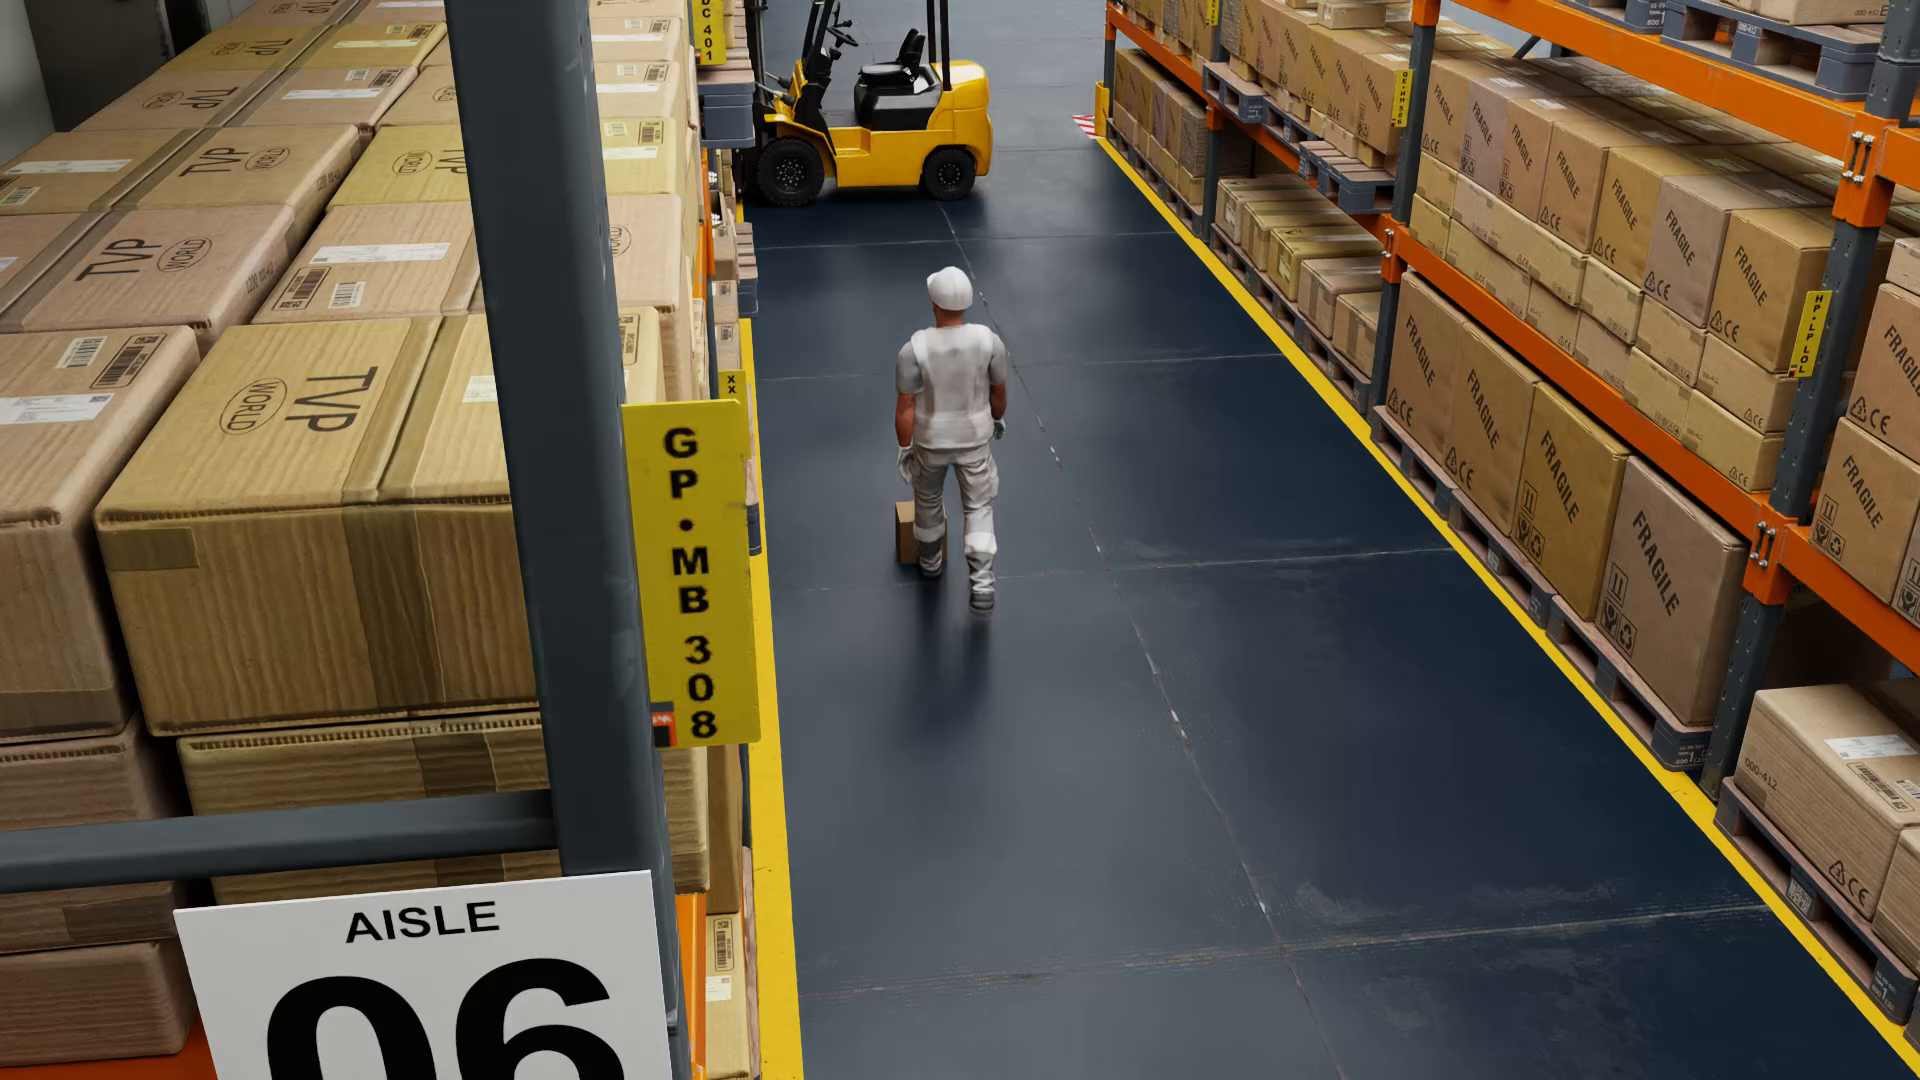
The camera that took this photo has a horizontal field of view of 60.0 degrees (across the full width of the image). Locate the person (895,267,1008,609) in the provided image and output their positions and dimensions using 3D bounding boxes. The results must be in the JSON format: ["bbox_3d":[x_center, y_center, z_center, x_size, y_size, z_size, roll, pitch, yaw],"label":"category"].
[{"bbox_3d":[-0.041,-0.512,8.099,0.556,1.760,0.912,-2,27,-3],"label":"person"}]
